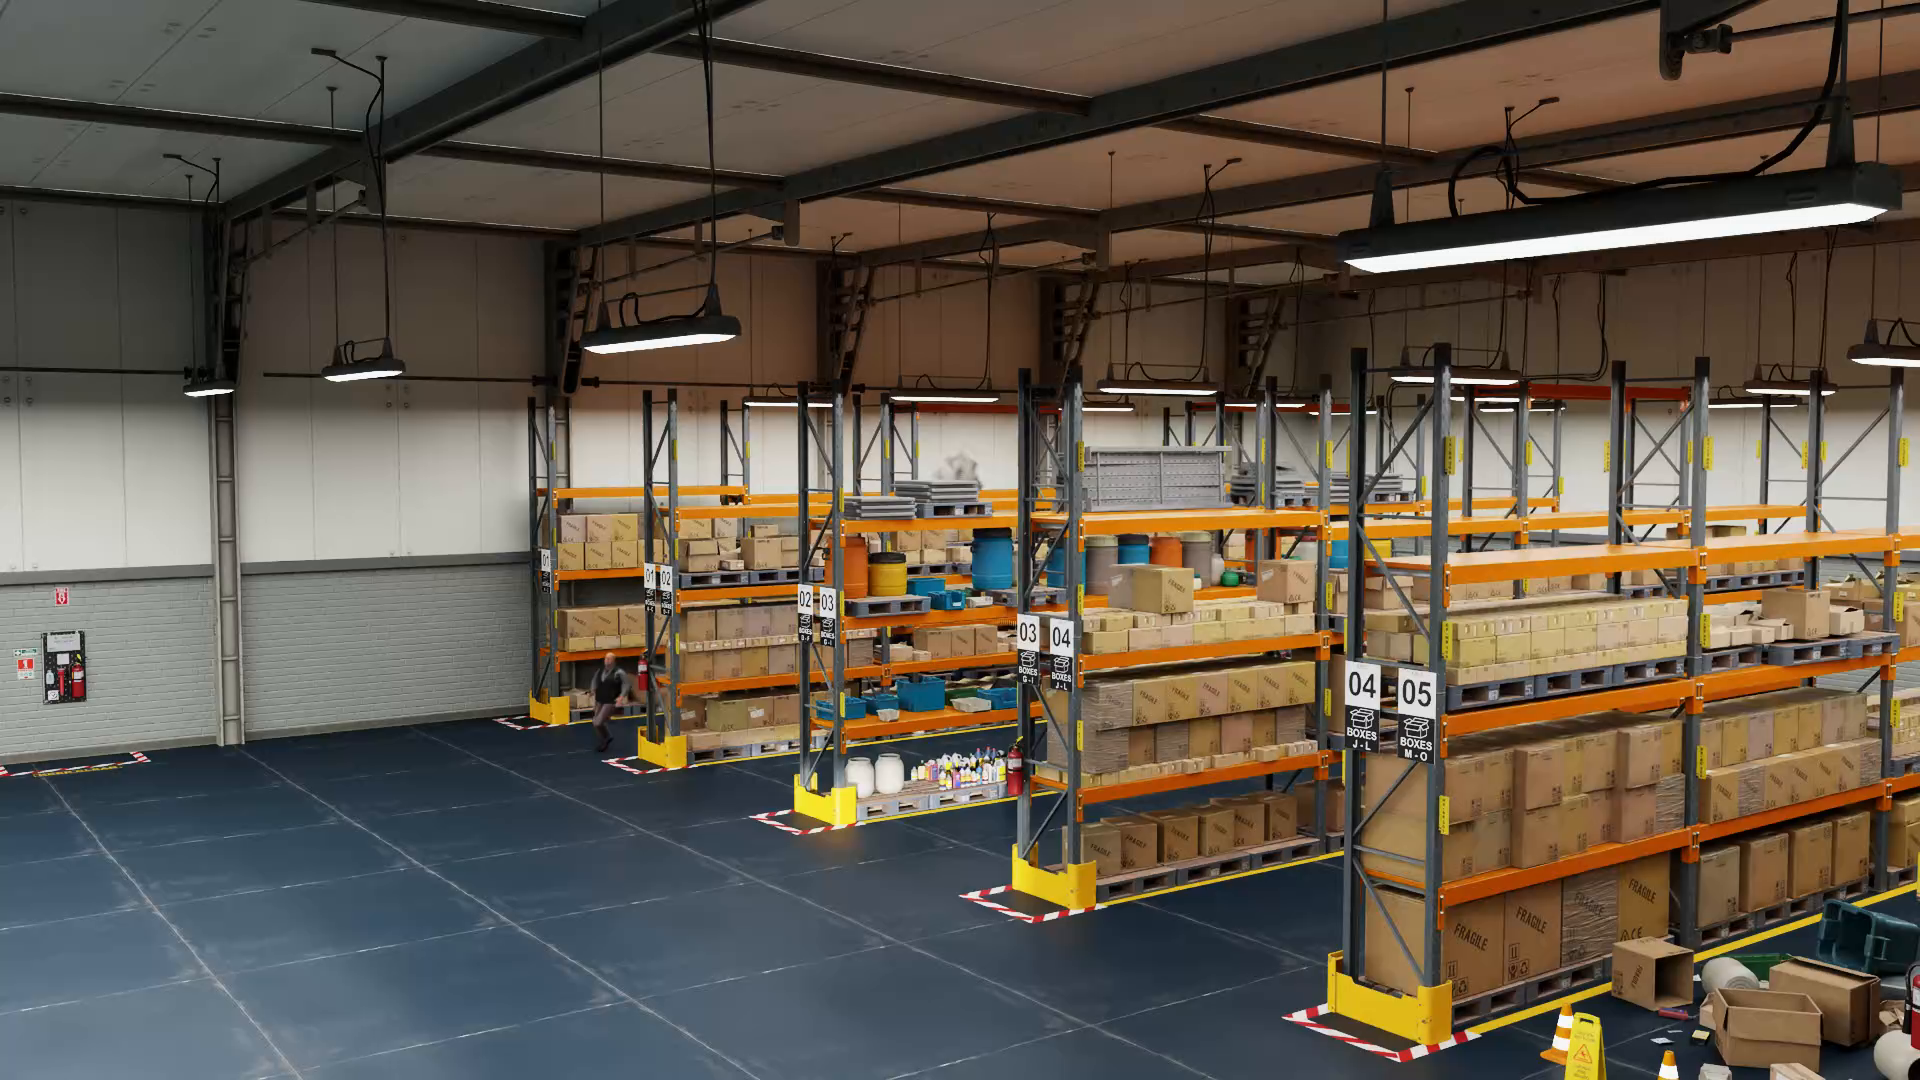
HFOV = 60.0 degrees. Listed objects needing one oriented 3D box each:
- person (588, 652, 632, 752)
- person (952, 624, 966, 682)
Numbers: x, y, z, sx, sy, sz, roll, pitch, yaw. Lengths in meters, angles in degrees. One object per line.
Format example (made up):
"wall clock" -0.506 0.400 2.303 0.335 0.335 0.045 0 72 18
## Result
"person" -5.862 2.695 27.583 0.713 1.663 0.597 2 4 30
"person" -0.015 2.443 32.282 0.805 1.618 0.531 -3 4 -38
